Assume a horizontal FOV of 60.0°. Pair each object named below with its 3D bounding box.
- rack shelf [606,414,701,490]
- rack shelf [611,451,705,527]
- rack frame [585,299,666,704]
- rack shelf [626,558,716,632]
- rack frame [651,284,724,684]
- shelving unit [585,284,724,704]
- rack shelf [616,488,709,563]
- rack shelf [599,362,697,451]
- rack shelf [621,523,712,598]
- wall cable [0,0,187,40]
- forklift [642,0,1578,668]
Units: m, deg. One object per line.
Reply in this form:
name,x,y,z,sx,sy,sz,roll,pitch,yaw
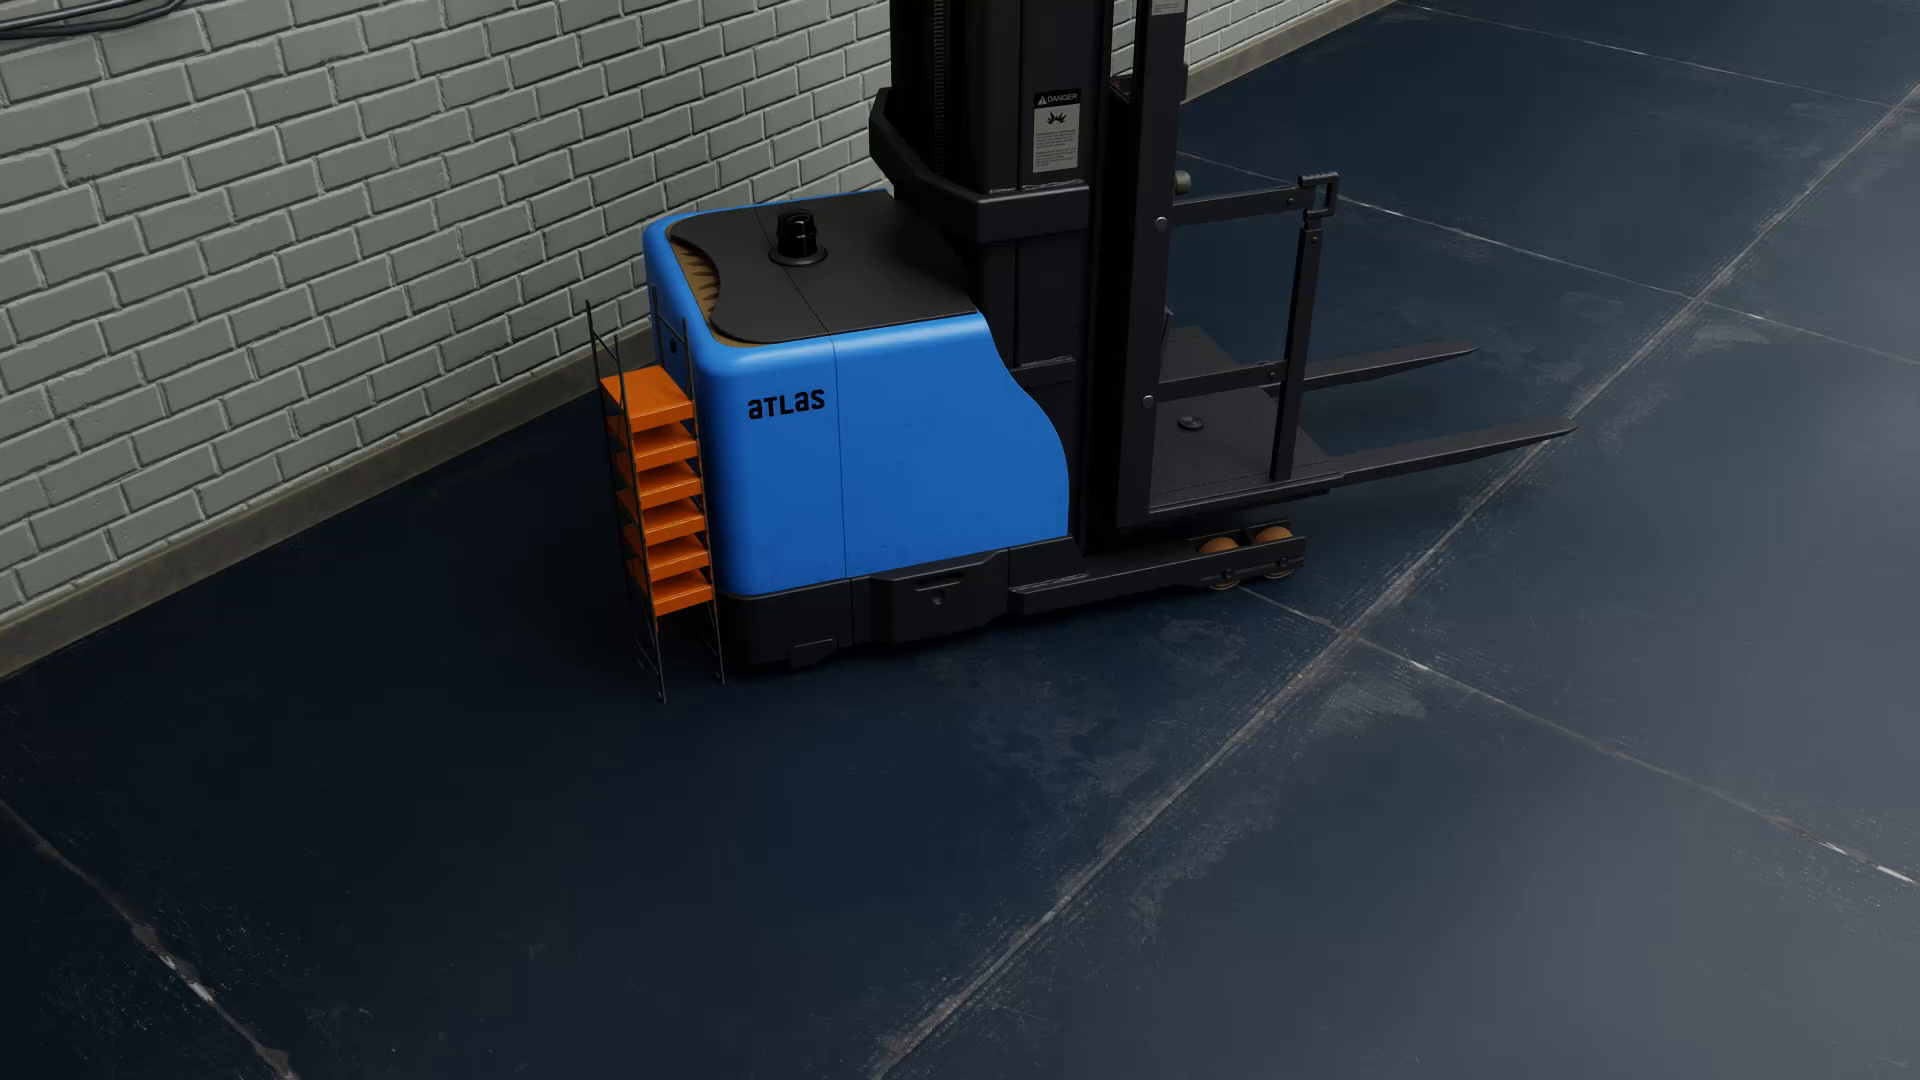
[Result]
rack shelf,-0.839,-0.262,4.525,0.180,0.103,0.258,-18,38,-24
rack shelf,-0.839,-0.163,4.593,0.180,0.103,0.258,-18,38,-24
rack frame,-0.919,-0.076,4.599,0.006,1.200,0.240,-18,38,-24
rack shelf,-0.839,0.134,4.797,0.180,0.103,0.258,-18,38,-24
rack frame,-0.759,-0.126,4.672,0.006,1.200,0.240,-18,38,-24
shelving unit,-0.839,-0.101,4.636,0.189,1.200,0.258,-18,38,-24
rack shelf,-0.839,-0.064,4.661,0.180,0.103,0.258,-18,38,-24
rack shelf,-0.839,-0.361,4.457,0.180,0.103,0.258,-18,38,-24
rack shelf,-0.839,0.035,4.729,0.180,0.103,0.258,-18,38,-24
wall cable,-2.978,-1.924,3.144,0.112,2.526,3.097,25,42,32
forklift,0.590,-1.321,4.883,3.031,2.935,1.130,-11,36,-15
